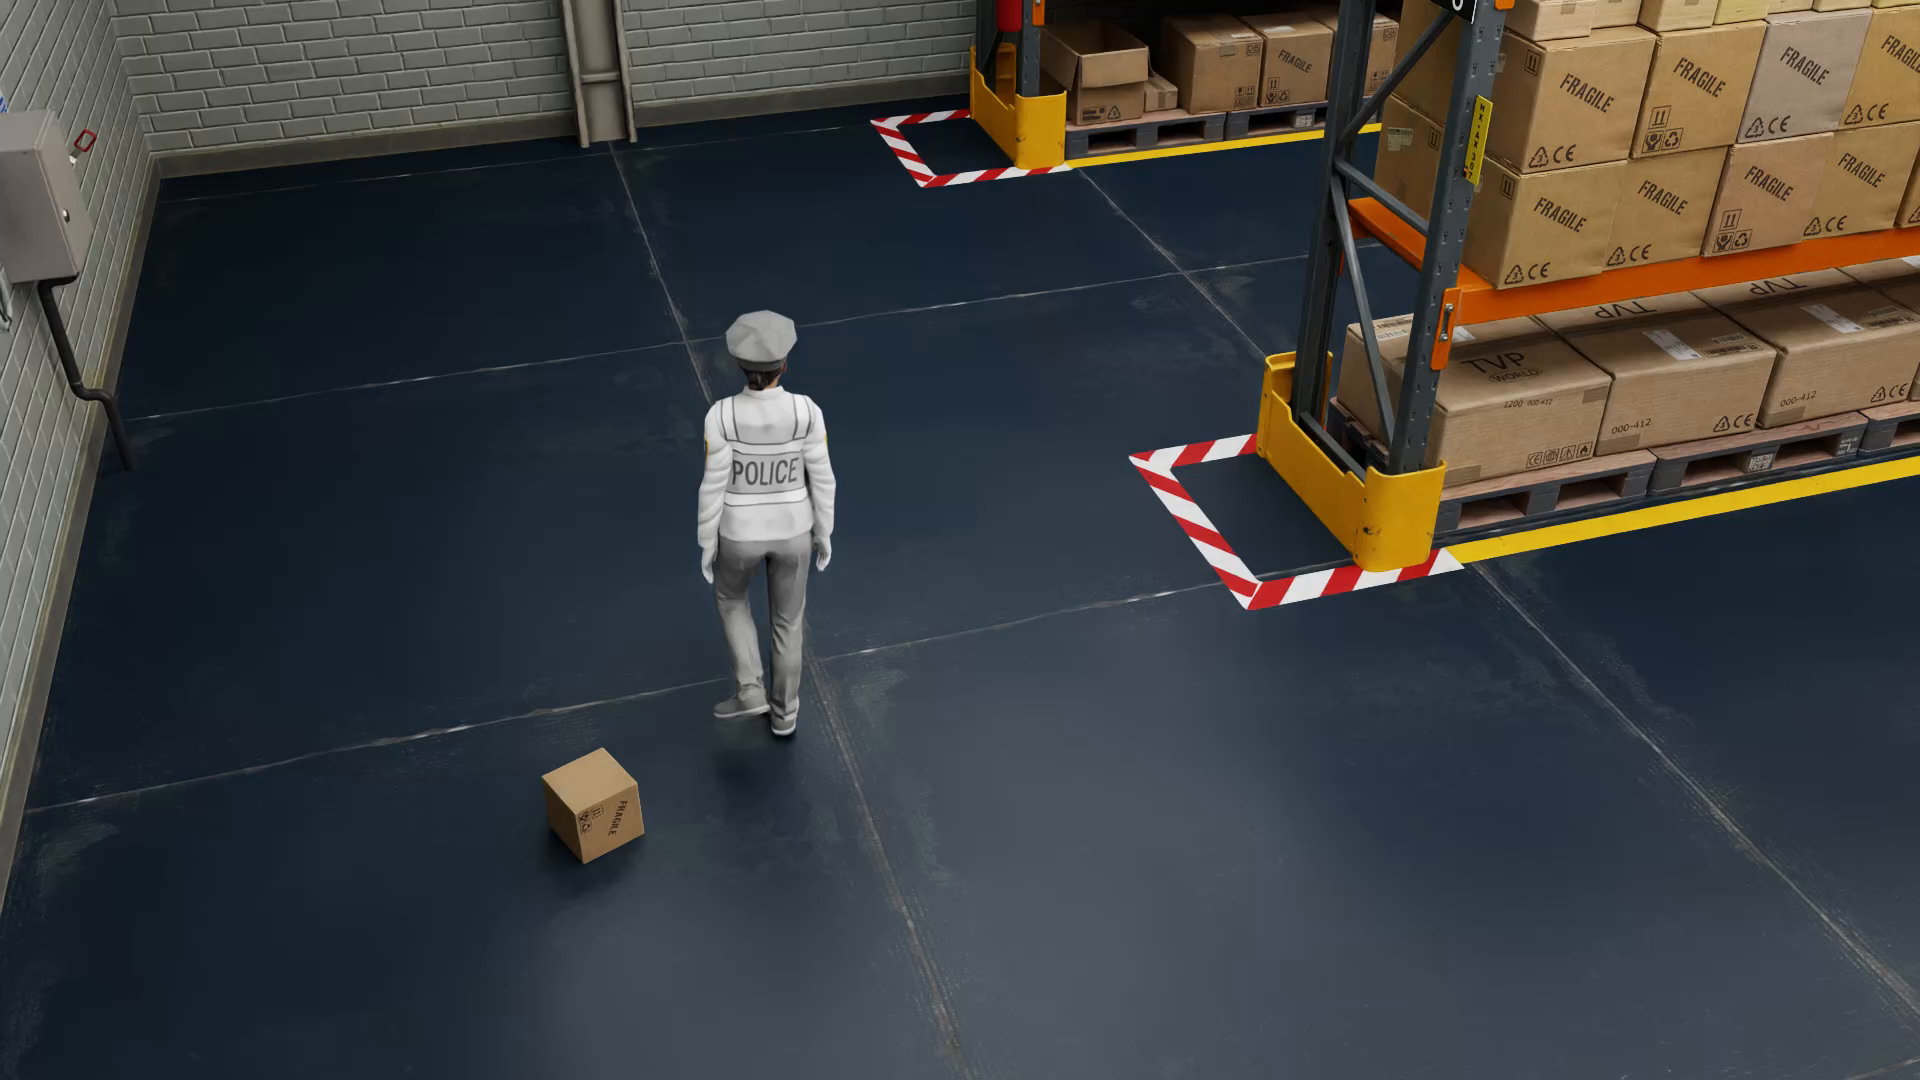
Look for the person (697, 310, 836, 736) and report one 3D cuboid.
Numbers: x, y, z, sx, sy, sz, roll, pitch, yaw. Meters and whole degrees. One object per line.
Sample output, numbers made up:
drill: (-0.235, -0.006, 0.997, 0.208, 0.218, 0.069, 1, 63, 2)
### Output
person: (-0.707, 0.000, 6.112, 0.526, 1.669, 0.466, -6, 35, -9)
